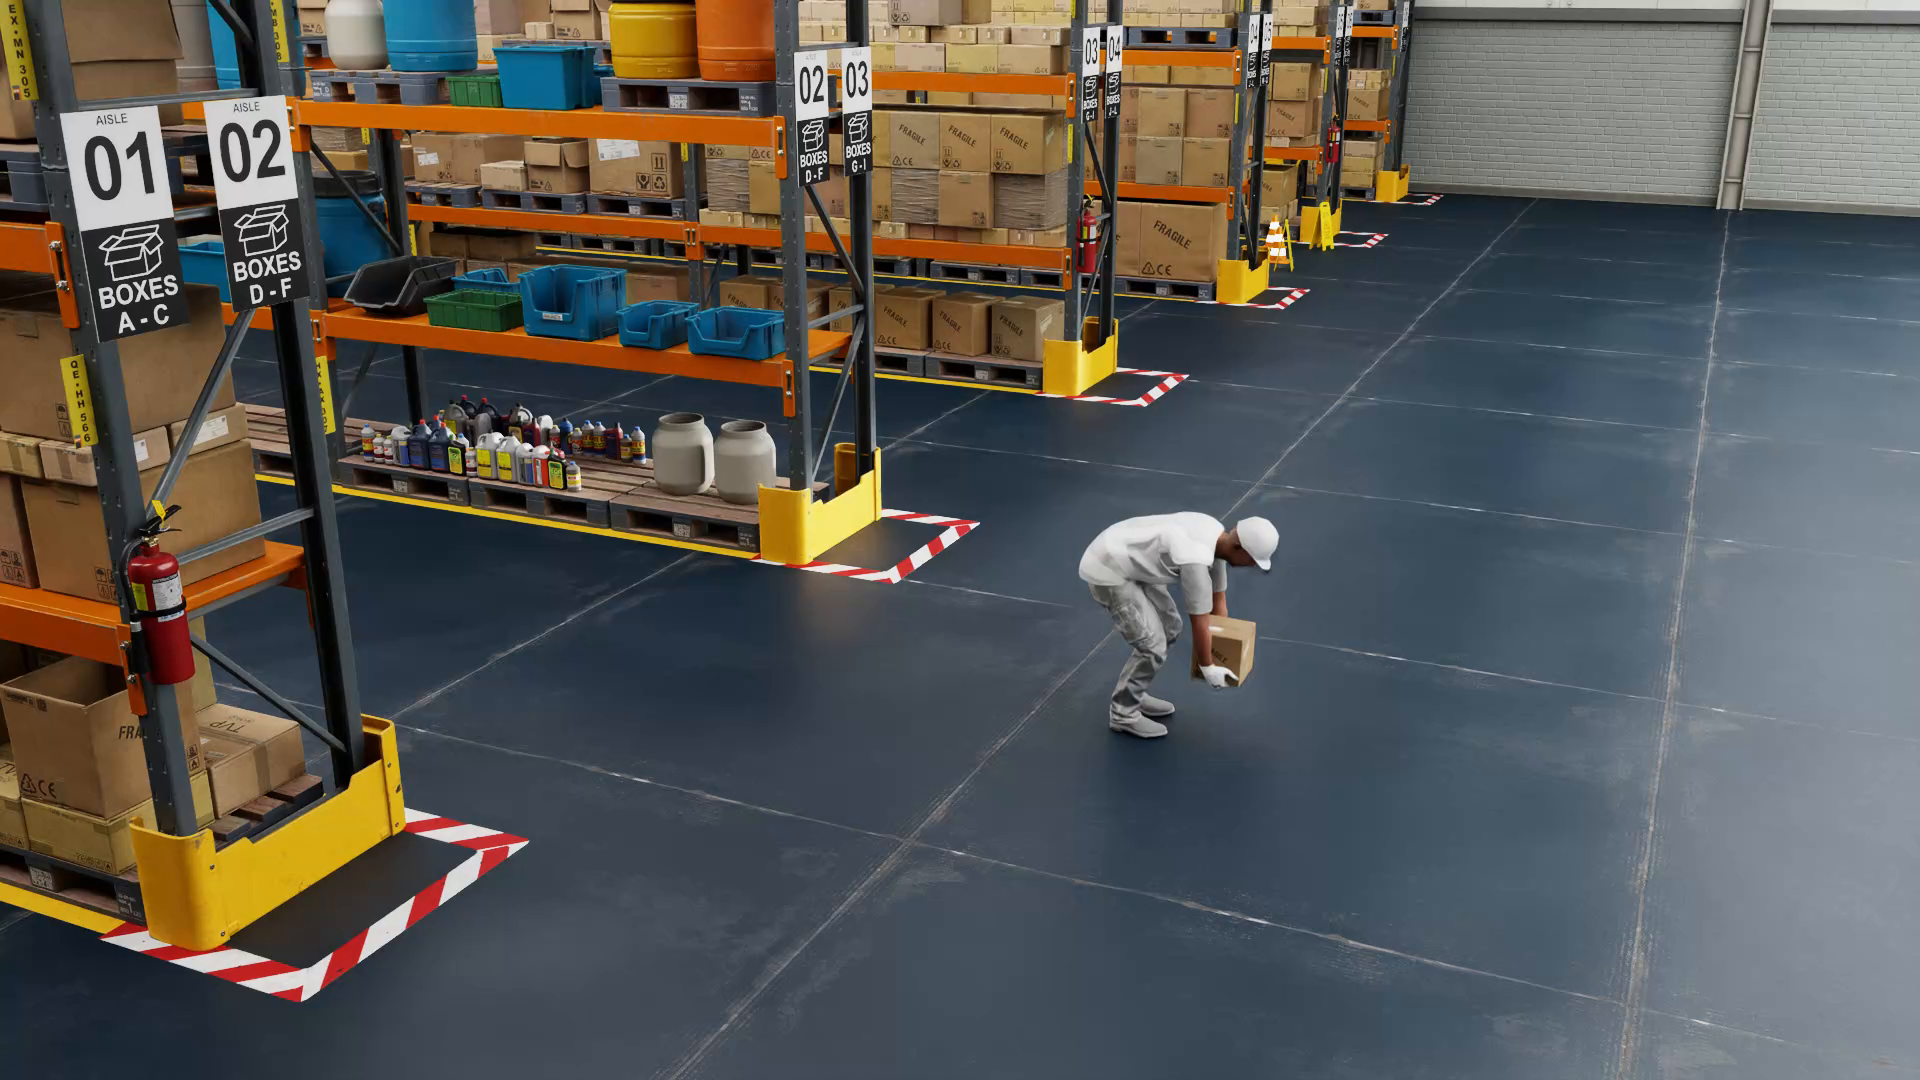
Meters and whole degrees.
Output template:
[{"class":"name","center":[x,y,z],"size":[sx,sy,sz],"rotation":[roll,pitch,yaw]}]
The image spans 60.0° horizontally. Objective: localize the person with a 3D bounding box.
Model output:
[{"class":"person","center":[1.078,0.399,8.310],"size":[0.967,1.169,0.517],"rotation":[7,20,20]}]
